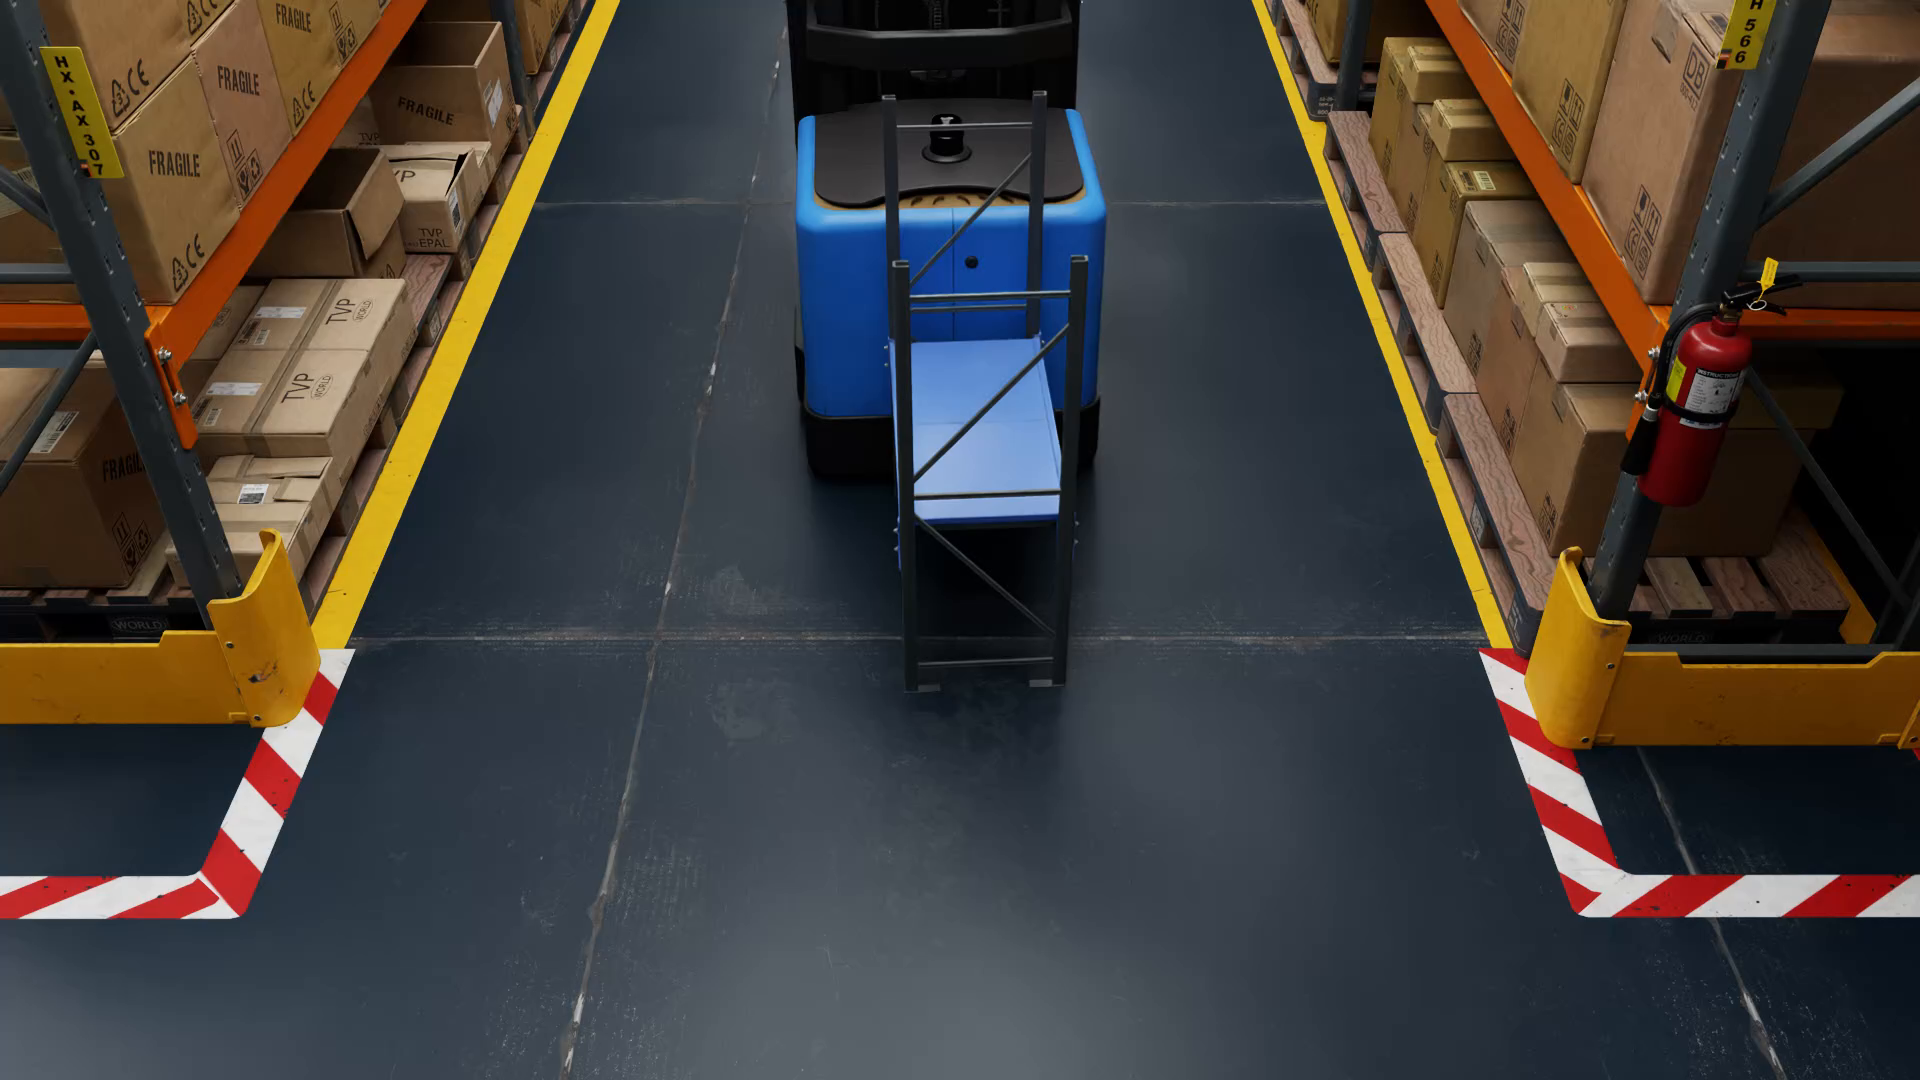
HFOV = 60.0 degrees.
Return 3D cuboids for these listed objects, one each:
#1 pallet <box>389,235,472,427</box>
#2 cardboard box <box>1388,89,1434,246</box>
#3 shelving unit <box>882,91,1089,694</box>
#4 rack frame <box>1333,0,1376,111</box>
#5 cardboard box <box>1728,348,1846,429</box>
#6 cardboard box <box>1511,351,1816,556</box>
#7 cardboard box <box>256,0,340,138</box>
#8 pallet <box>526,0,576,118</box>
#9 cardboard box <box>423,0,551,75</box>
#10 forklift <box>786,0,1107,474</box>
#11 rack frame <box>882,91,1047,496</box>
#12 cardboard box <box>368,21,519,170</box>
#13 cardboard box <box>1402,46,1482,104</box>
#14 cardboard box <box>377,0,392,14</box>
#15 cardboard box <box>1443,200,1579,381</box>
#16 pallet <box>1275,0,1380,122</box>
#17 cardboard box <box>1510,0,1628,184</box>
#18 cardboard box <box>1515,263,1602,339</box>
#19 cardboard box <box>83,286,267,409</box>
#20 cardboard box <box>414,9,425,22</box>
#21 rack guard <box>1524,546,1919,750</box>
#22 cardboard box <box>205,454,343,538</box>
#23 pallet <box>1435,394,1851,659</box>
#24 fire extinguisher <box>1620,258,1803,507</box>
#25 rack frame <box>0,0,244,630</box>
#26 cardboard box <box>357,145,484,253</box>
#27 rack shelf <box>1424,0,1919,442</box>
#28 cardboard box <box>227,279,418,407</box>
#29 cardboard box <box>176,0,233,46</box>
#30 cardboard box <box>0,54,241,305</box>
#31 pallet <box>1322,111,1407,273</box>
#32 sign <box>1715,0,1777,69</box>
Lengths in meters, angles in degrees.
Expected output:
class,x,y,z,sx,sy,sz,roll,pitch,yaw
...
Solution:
class,x,y,z,sx,sy,sz,roll,pitch,yaw
pallet,-2.608,-0.881,6.681,1.003,0.211,1.213,0,39,0
cardboard box,2.237,-1.576,6.981,0.700,0.500,0.500,0,39,-1
shelving unit,0.046,-0.444,5.104,0.538,1.500,1.048,-2,39,-3
rack frame,2.342,-3.170,7.307,1.000,3.000,0.127,0,39,0
cardboard box,2.446,-0.469,5.082,0.380,0.149,0.250,0,39,0
cardboard box,2.245,-0.294,5.382,0.700,0.500,0.500,0,39,0
cardboard box,-2.348,-1.616,5.287,0.500,0.500,0.500,0,39,0
pallet,-2.651,-2.584,8.806,1.003,0.211,1.213,0,39,0
cardboard box,-2.369,-2.663,8.321,0.500,0.500,0.500,-2,39,-2
forklift,-0.114,-2.283,6.255,1.130,2.935,3.031,-2,39,-3
rack frame,0.014,-0.761,5.500,0.500,1.500,0.032,-2,39,-3
cardboard box,-2.328,-2.004,7.499,0.500,0.500,0.500,0,39,0
cardboard box,2.058,-1.929,6.903,0.380,0.149,0.250,1,39,1
cardboard box,-2.350,-2.247,6.075,0.500,0.500,0.500,1,39,1
cardboard box,2.244,-0.922,6.165,0.700,0.500,0.500,-1,39,-2
pallet,2.265,-2.564,8.781,1.003,0.211,1.213,0,39,0
cardboard box,2.324,-1.559,5.057,0.980,0.700,0.700,0,39,0
cardboard box,2.062,-0.788,5.478,0.380,0.149,0.250,1,39,1
cardboard box,-2.826,-0.695,6.066,0.500,0.250,0.500,0,39,0
cardboard box,-2.899,-2.668,8.328,0.500,0.500,0.500,0,39,0
rack guard,2.346,0.322,4.948,1.175,0.500,0.348,0,39,0
cardboard box,-2.265,-0.147,5.448,0.380,0.166,0.250,0,39,0
pallet,2.267,-0.080,5.681,1.003,0.211,1.213,0,39,0
fire extinguisher,1.885,-0.398,4.208,0.296,0.674,0.183,0,39,0
rack frame,-2.607,-0.662,4.178,1.000,3.000,0.127,0,39,0
cardboard box,-2.327,-1.461,6.973,0.500,0.311,0.500,0,39,0
rack shelf,2.344,-1.638,5.971,1.077,0.370,4.000,0,39,0
cardboard box,-2.326,-0.727,6.105,0.500,0.250,0.500,0,39,0
cardboard box,-2.352,-1.696,4.588,0.500,0.500,0.500,0,39,0
cardboard box,-2.344,-0.979,4.493,0.500,0.500,0.500,1,39,1
pallet,2.264,-1.606,7.585,1.003,0.211,1.213,0,39,0
sign,1.804,-1.221,3.759,0.100,0.325,0.005,0,39,0
